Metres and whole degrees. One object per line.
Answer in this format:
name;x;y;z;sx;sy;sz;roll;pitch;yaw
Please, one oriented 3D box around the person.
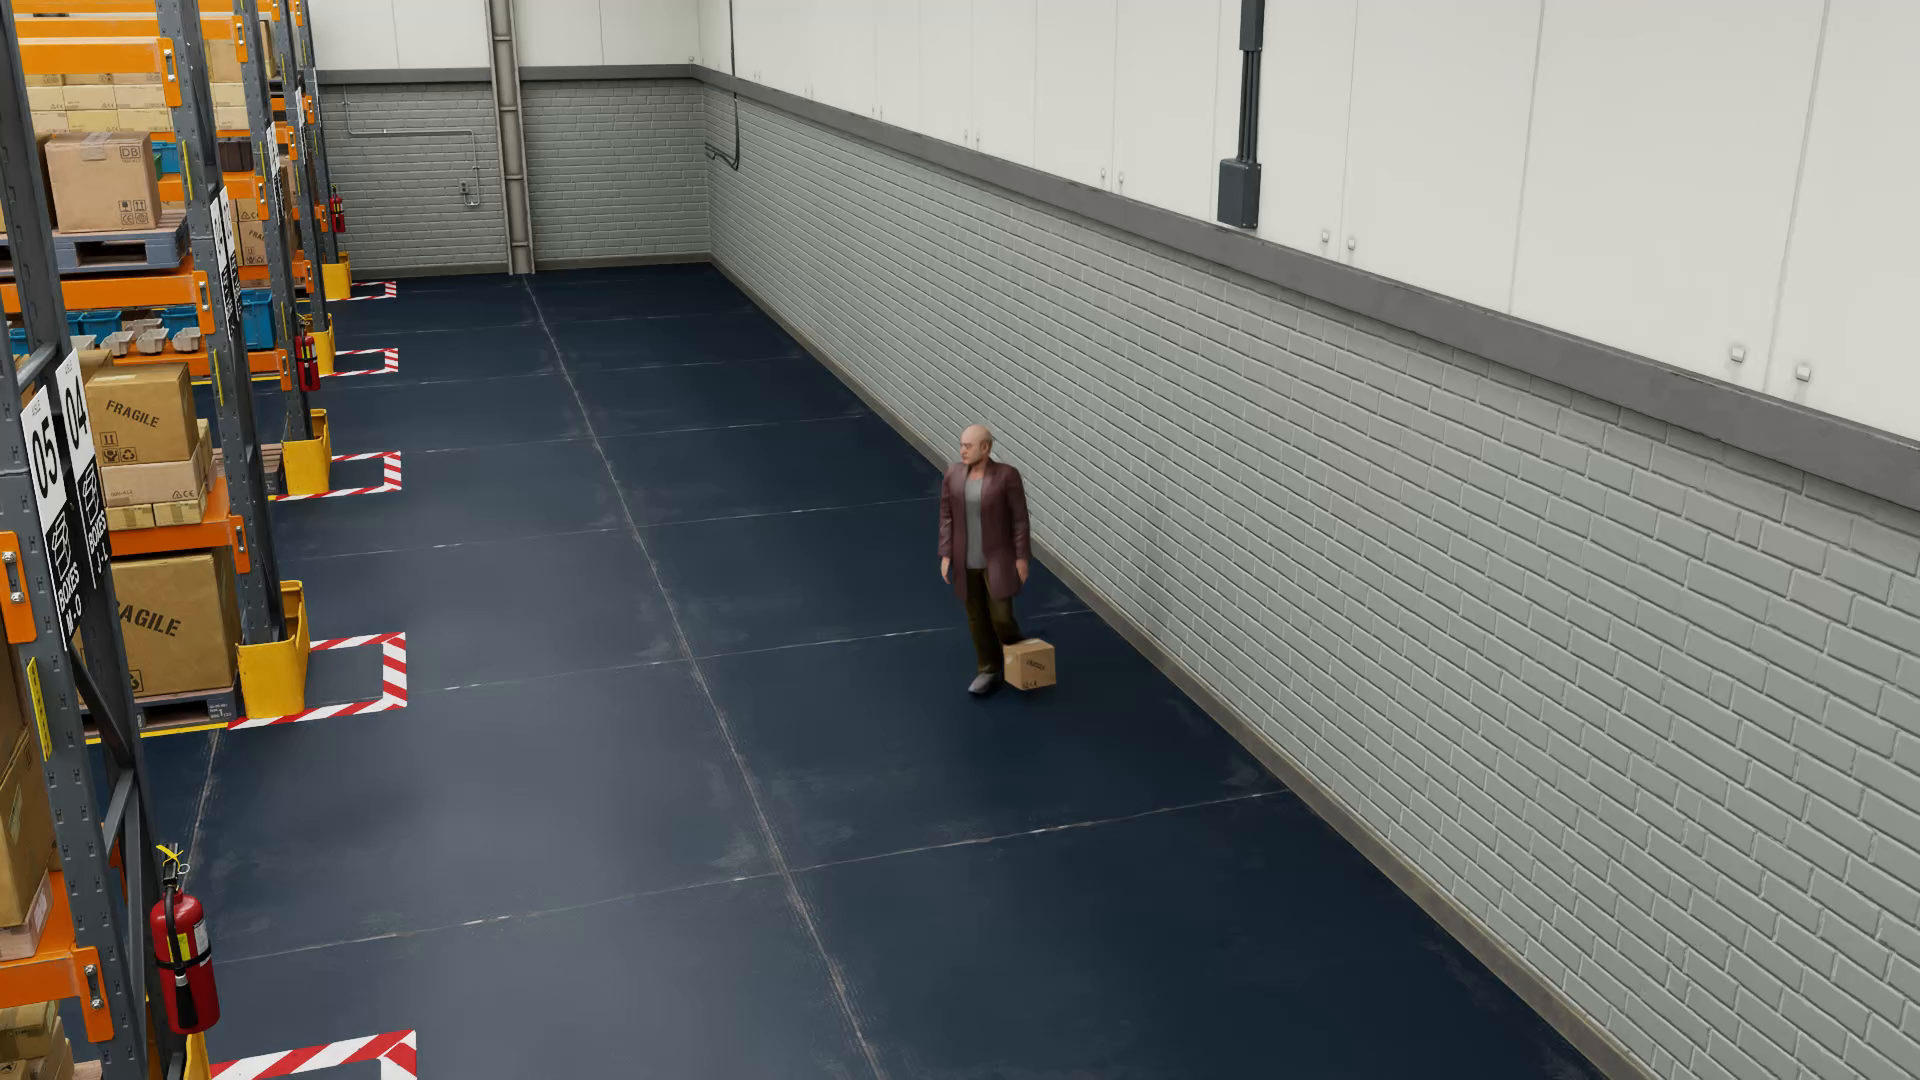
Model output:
person;0.177;0.127;10.684;0.675;1.772;0.489;8;21;22
